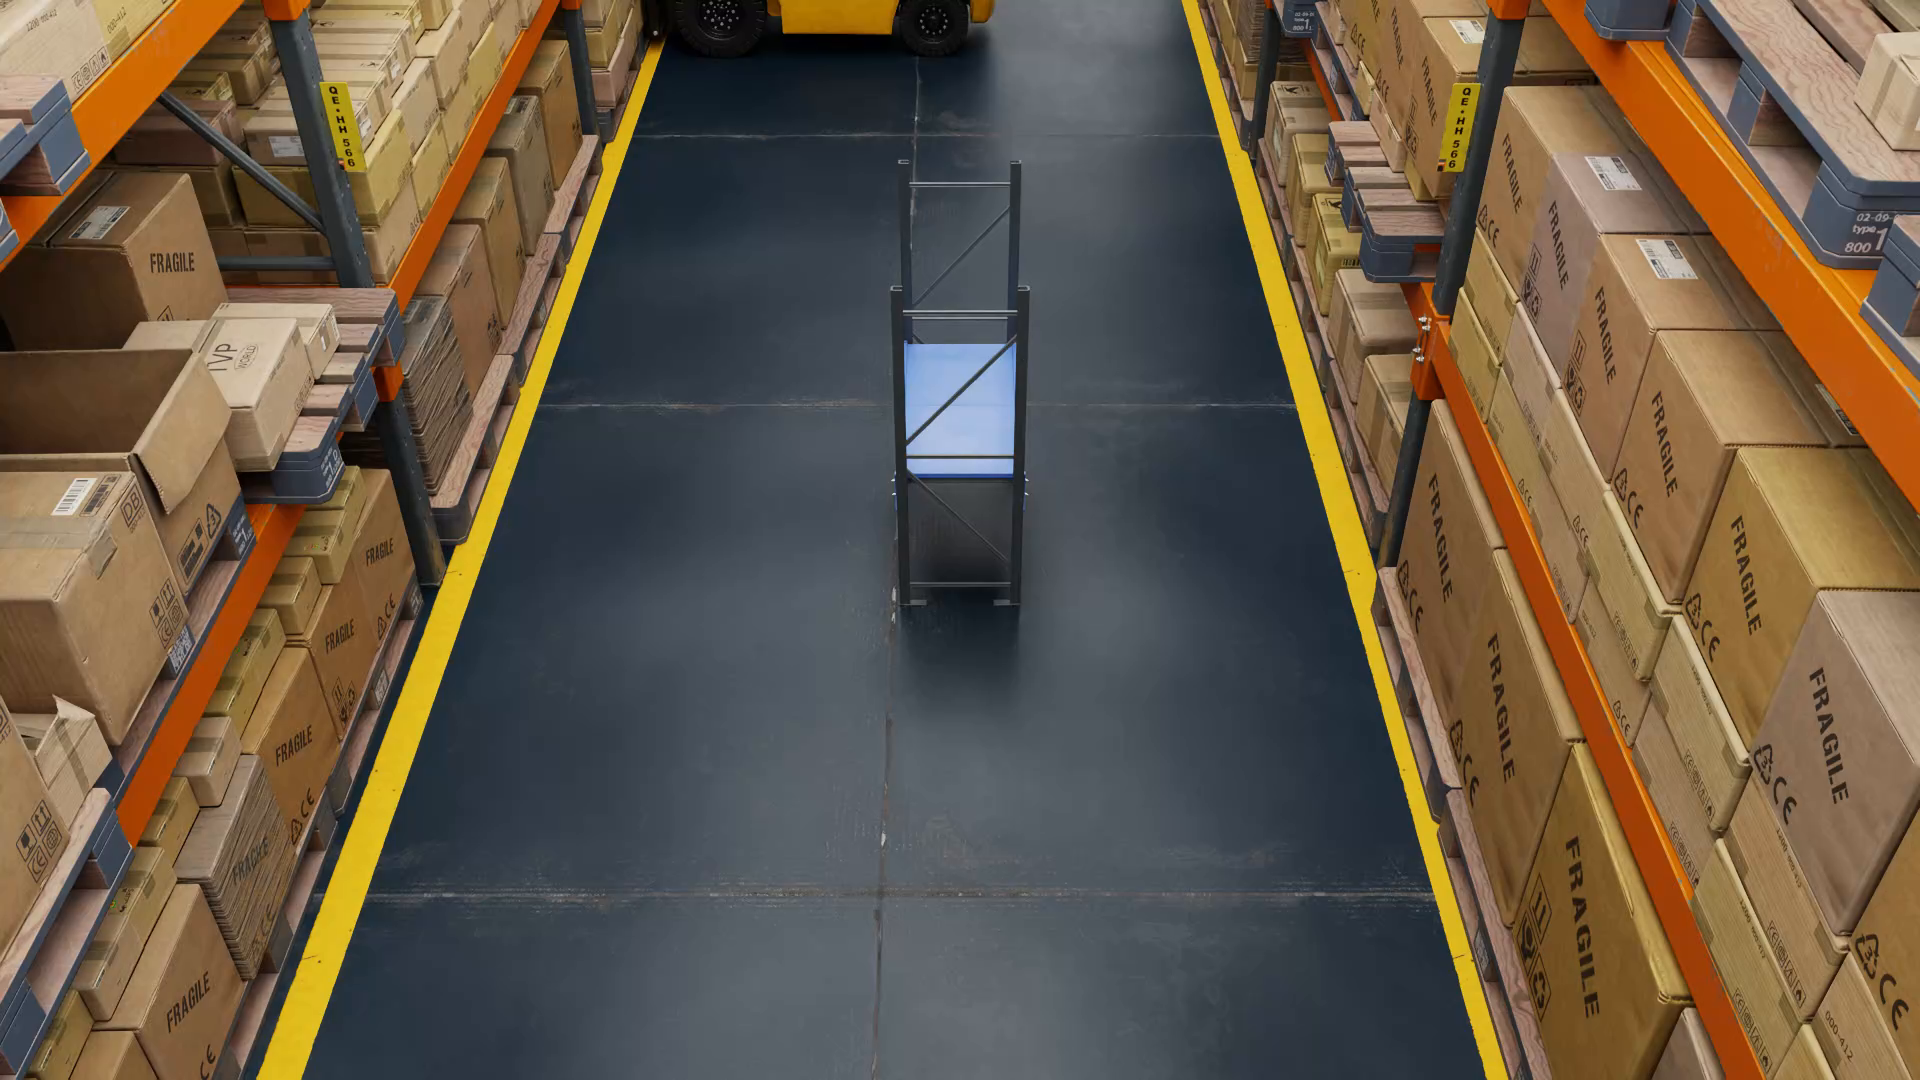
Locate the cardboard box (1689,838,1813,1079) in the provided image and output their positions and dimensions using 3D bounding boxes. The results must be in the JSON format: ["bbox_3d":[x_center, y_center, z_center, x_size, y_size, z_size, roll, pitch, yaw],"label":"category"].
[{"bbox_3d":[2.028,0.947,3.789,0.500,0.250,0.500,-1,39,-1],"label":"cardboard box"}]

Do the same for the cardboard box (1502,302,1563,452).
[{"bbox_3d":[2.029,-0.510,5.208,0.500,0.250,0.500,1,39,1],"label":"cardboard box"}]

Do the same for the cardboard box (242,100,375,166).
[{"bbox_3d":[-2.394,-1.499,6.124,0.380,0.149,0.250,1,39,1],"label":"cardboard box"}]

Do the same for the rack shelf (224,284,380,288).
[{"bbox_3d":[-2.690,-2.054,7.833,0.919,0.124,3.809,0,39,0],"label":"rack shelf"}]

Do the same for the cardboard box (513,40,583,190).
[{"bbox_3d":[-2.681,-2.420,9.434,0.875,0.625,0.625,2,39,2],"label":"cardboard box"}]

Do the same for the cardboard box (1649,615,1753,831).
[{"bbox_3d":[2.022,0.439,4.024,0.500,0.250,0.500,1,39,1],"label":"cardboard box"}]

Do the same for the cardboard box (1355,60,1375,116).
[{"bbox_3d":[1.916,-1.939,7.136,0.380,0.149,0.250,1,39,1],"label":"cardboard box"}]

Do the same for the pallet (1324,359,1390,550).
[{"bbox_3d":[2.276,-0.414,7.598,1.003,0.211,1.213,0,39,0],"label":"pallet"}]

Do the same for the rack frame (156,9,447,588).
[{"bbox_3d":[-2.688,-1.008,6.109,1.000,3.000,0.127,0,39,0],"label":"rack frame"}]

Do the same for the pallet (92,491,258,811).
[{"bbox_3d":[-2.681,0.283,4.651,1.003,0.211,1.213,0,39,0],"label":"pallet"}]

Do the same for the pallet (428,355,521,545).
[{"bbox_3d":[-2.650,-0.434,7.623,1.003,0.211,1.213,0,39,0],"label":"pallet"}]

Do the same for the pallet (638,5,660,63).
[{"bbox_3d":[-2.656,-3.683,11.677,1.003,0.211,1.213,0,39,0],"label":"pallet"}]

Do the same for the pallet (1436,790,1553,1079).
[{"bbox_3d":[2.200,1.329,5.423,1.003,0.211,1.213,0,39,0],"label":"pallet"}]

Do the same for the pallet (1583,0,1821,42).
[{"bbox_3d":[2.329,-1.708,4.735,1.213,0.211,1.003,2,39,2],"label":"pallet"}]

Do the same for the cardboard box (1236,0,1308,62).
[{"bbox_3d":[2.002,-3.268,10.193,0.500,0.500,0.500,-1,39,-1],"label":"cardboard box"}]

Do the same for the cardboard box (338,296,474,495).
[{"bbox_3d":[-2.675,-0.635,7.207,0.875,0.625,0.625,1,39,1],"label":"cardboard box"}]

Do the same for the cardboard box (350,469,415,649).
[{"bbox_3d":[-2.473,0.068,6.430,0.500,0.500,0.500,1,39,1],"label":"cardboard box"}]

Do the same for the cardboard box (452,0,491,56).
[{"bbox_3d":[-2.452,-2.382,7.544,0.500,0.250,0.500,0,39,1],"label":"cardboard box"}]

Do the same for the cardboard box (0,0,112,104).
[{"bbox_3d":[-2.443,-1.172,4.035,0.500,0.250,0.500,0,39,0],"label":"cardboard box"}]

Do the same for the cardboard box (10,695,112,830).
[{"bbox_3d":[-2.301,0.513,3.983,0.396,0.266,0.258,2,39,2],"label":"cardboard box"}]

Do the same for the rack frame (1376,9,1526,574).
[{"bbox_3d":[2.276,-1.014,6.116,1.000,3.000,0.127,0,39,0],"label":"rack frame"}]

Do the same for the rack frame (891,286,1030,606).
[{"bbox_3d":[0.000,-0.321,6.451,0.500,1.500,0.032,0,39,0],"label":"rack frame"}]

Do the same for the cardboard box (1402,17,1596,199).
[{"bbox_3d":[1.997,-1.617,6.215,0.500,0.500,0.500,-1,39,-1],"label":"cardboard box"}]

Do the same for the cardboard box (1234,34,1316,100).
[{"bbox_3d":[2.002,-2.976,10.427,0.500,0.250,0.500,2,39,2],"label":"cardboard box"}]

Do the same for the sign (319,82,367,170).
[{"bbox_3d":[-2.145,-1.435,5.779,0.100,0.325,0.005,0,39,0],"label":"sign"}]

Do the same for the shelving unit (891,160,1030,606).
[{"bbox_3d":[0.000,-0.639,6.848,0.538,1.500,1.048,0,39,0],"label":"shelving unit"}]

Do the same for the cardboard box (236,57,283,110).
[{"bbox_3d":[-2.969,-1.745,6.749,0.500,0.250,0.500,0,39,0],"label":"cardboard box"}]

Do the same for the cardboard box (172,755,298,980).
[{"bbox_3d":[-2.460,1.033,5.225,0.500,0.500,0.500,-1,39,-2],"label":"cardboard box"}]

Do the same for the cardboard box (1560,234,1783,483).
[{"bbox_3d":[2.027,-0.501,4.596,0.500,0.500,0.500,1,39,1],"label":"cardboard box"}]

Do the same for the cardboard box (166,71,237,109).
[{"bbox_3d":[-3.003,-1.667,6.333,0.380,0.149,0.250,1,39,1],"label":"cardboard box"}]

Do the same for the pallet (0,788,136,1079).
[{"bbox_3d":[-2.575,1.069,3.671,1.003,0.211,1.213,0,39,0],"label":"pallet"}]

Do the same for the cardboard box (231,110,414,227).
[{"bbox_3d":[-2.419,-1.422,6.346,0.500,0.250,0.500,0,39,0],"label":"cardboard box"}]

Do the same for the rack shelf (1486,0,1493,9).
[{"bbox_3d":[2.273,-3.154,6.964,1.077,0.370,4.000,0,39,0],"label":"rack shelf"}]

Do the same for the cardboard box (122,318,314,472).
[{"bbox_3d":[-2.363,-0.454,5.202,0.500,0.250,0.500,-2,39,-2],"label":"cardboard box"}]

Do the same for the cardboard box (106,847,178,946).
[{"bbox_3d":[-2.482,1.011,4.734,0.380,0.149,0.250,1,39,2],"label":"cardboard box"}]

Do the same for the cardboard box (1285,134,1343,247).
[{"bbox_3d":[2.278,-1.876,8.958,0.950,0.372,0.625,2,39,3],"label":"cardboard box"}]

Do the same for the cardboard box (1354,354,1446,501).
[{"bbox_3d":[2.285,-0.505,7.248,0.950,0.372,0.625,-2,39,-3],"label":"cardboard box"}]

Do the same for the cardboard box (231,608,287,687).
[{"bbox_3d":[-2.492,0.360,5.547,0.380,0.149,0.250,1,39,1],"label":"cardboard box"}]

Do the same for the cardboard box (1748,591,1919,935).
[{"bbox_3d":[2.021,0.456,3.403,0.500,0.500,0.500,1,39,1],"label":"cardboard box"}]

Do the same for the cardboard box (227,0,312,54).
[{"bbox_3d":[-2.935,-2.146,6.930,0.380,0.149,0.250,0,39,0],"label":"cardboard box"}]

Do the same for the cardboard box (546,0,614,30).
[{"bbox_3d":[-2.379,-3.293,10.024,0.500,0.250,0.500,-1,39,-1],"label":"cardboard box"}]

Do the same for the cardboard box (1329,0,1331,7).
[{"bbox_3d":[1.981,-2.586,7.944,0.380,0.149,0.250,0,39,0],"label":"cardboard box"}]

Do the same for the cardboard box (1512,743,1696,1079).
[{"bbox_3d":[2.191,1.200,4.717,0.875,0.875,0.875,1,39,1],"label":"cardboard box"}]

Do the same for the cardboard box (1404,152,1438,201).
[{"bbox_3d":[1.967,-1.452,6.528,0.380,0.149,0.250,1,39,1],"label":"cardboard box"}]

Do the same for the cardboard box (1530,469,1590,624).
[{"bbox_3d":[2.038,0.000,4.971,0.500,0.250,0.500,1,39,1],"label":"cardboard box"}]

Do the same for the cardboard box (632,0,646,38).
[{"bbox_3d":[-2.394,-3.542,11.134,0.500,0.250,0.500,1,39,1],"label":"cardboard box"}]

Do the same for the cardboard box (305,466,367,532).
[{"bbox_3d":[-2.434,-0.141,6.171,0.380,0.149,0.250,-2,39,-2],"label":"cardboard box"}]

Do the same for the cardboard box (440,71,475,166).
[{"bbox_3d":[-2.447,-1.864,7.297,0.500,0.250,0.500,-1,39,-2],"label":"cardboard box"}]

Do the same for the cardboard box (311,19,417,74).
[{"bbox_3d":[-2.434,-1.991,6.737,0.380,0.149,0.250,0,39,0],"label":"cardboard box"}]
